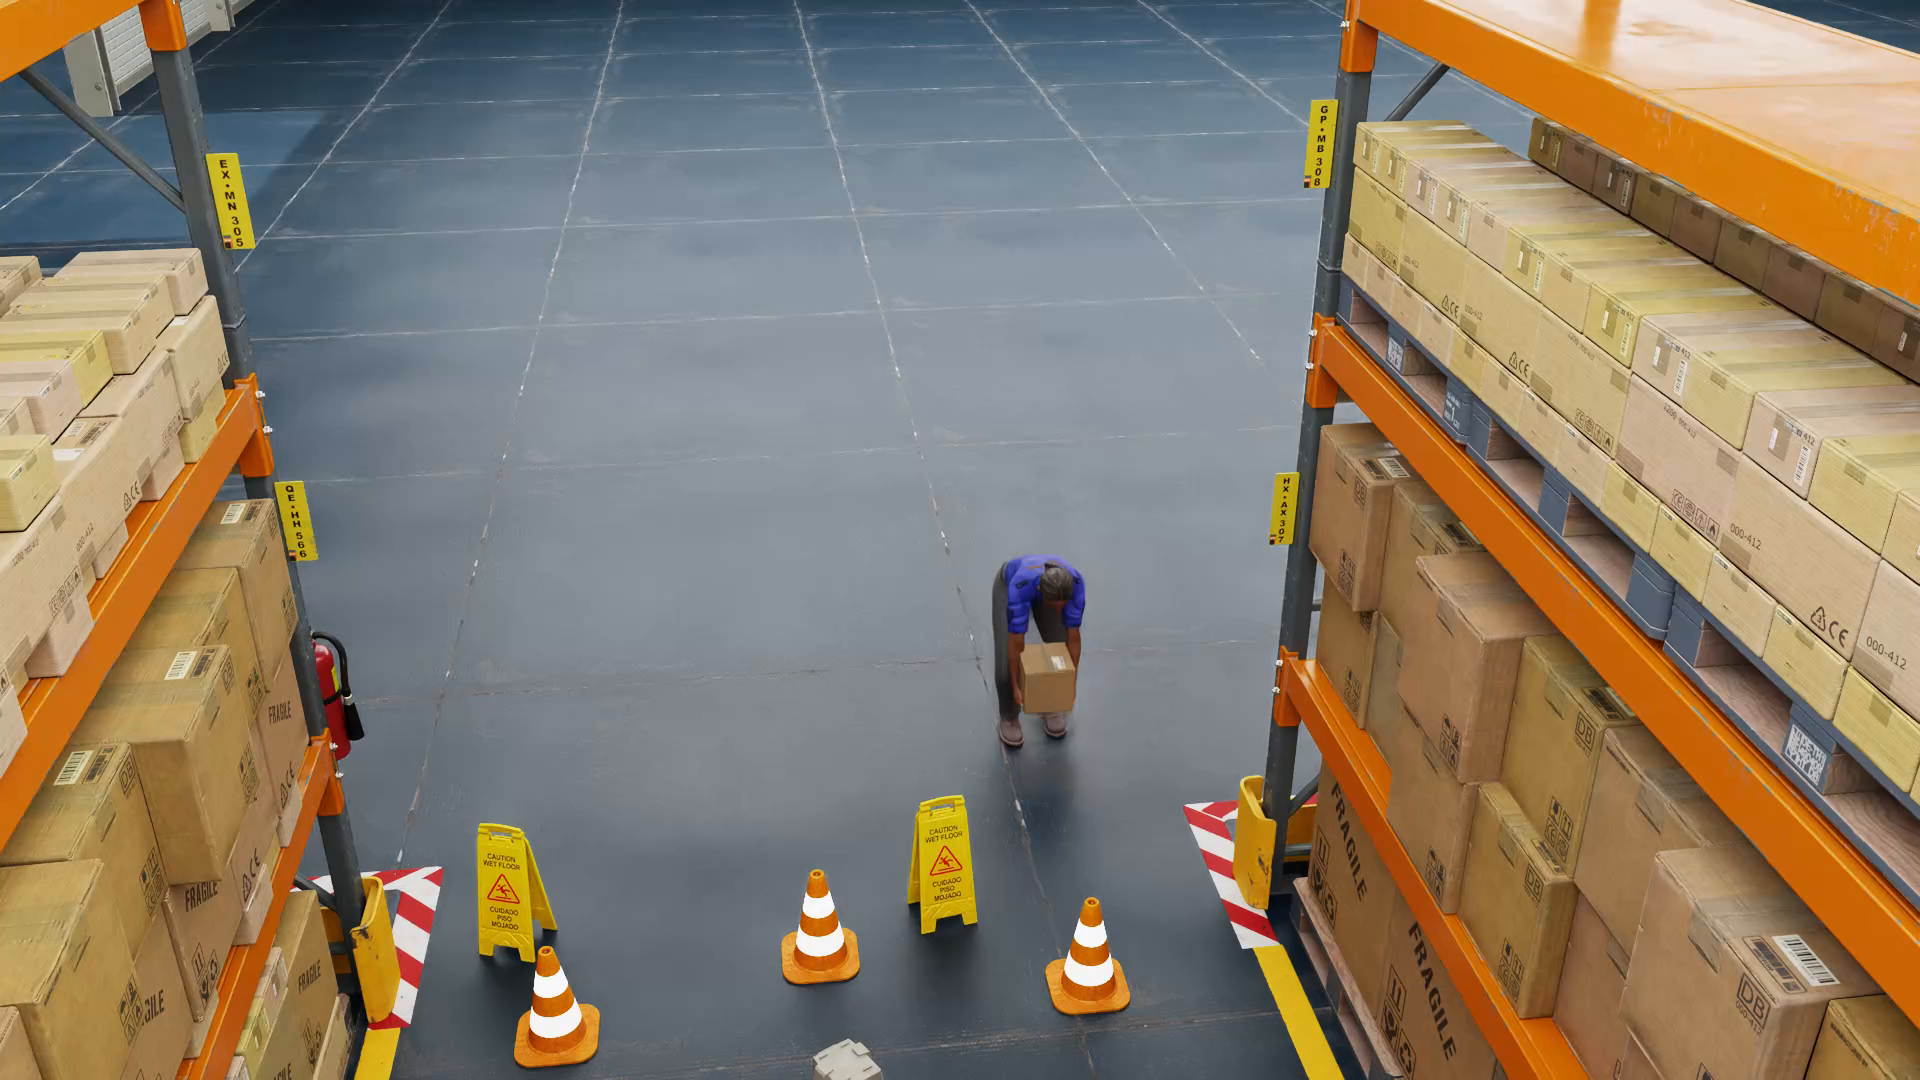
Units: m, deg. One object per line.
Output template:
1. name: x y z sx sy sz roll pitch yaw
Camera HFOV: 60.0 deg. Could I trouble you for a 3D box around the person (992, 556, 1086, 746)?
1. person: 0.390 0.531 8.633 0.422 1.144 0.625 -5 28 -9
